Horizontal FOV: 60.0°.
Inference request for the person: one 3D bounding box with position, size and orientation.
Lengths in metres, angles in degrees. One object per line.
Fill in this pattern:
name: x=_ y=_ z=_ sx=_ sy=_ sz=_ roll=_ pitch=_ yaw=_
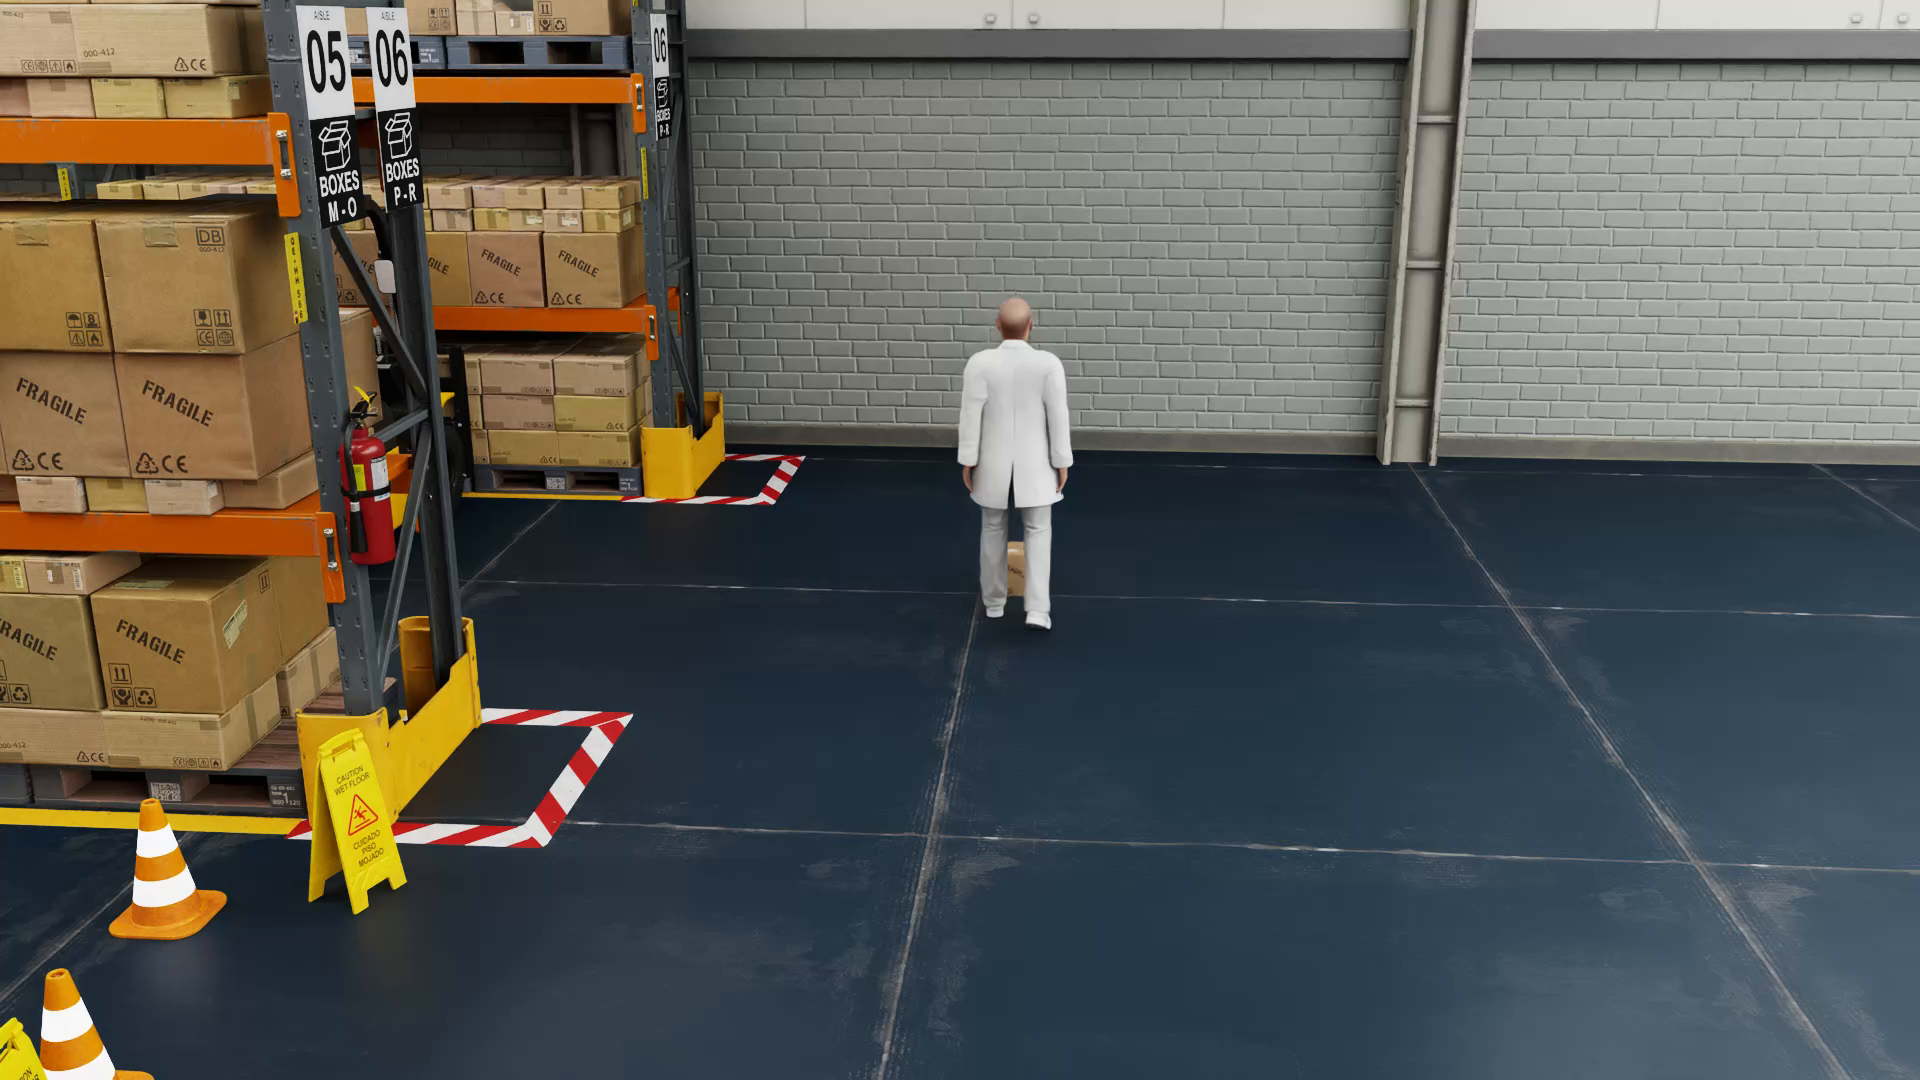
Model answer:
person: x=0.296 y=-0.412 z=8.893 sx=0.617 sy=1.790 sz=0.722 roll=1 pitch=17 yaw=4
